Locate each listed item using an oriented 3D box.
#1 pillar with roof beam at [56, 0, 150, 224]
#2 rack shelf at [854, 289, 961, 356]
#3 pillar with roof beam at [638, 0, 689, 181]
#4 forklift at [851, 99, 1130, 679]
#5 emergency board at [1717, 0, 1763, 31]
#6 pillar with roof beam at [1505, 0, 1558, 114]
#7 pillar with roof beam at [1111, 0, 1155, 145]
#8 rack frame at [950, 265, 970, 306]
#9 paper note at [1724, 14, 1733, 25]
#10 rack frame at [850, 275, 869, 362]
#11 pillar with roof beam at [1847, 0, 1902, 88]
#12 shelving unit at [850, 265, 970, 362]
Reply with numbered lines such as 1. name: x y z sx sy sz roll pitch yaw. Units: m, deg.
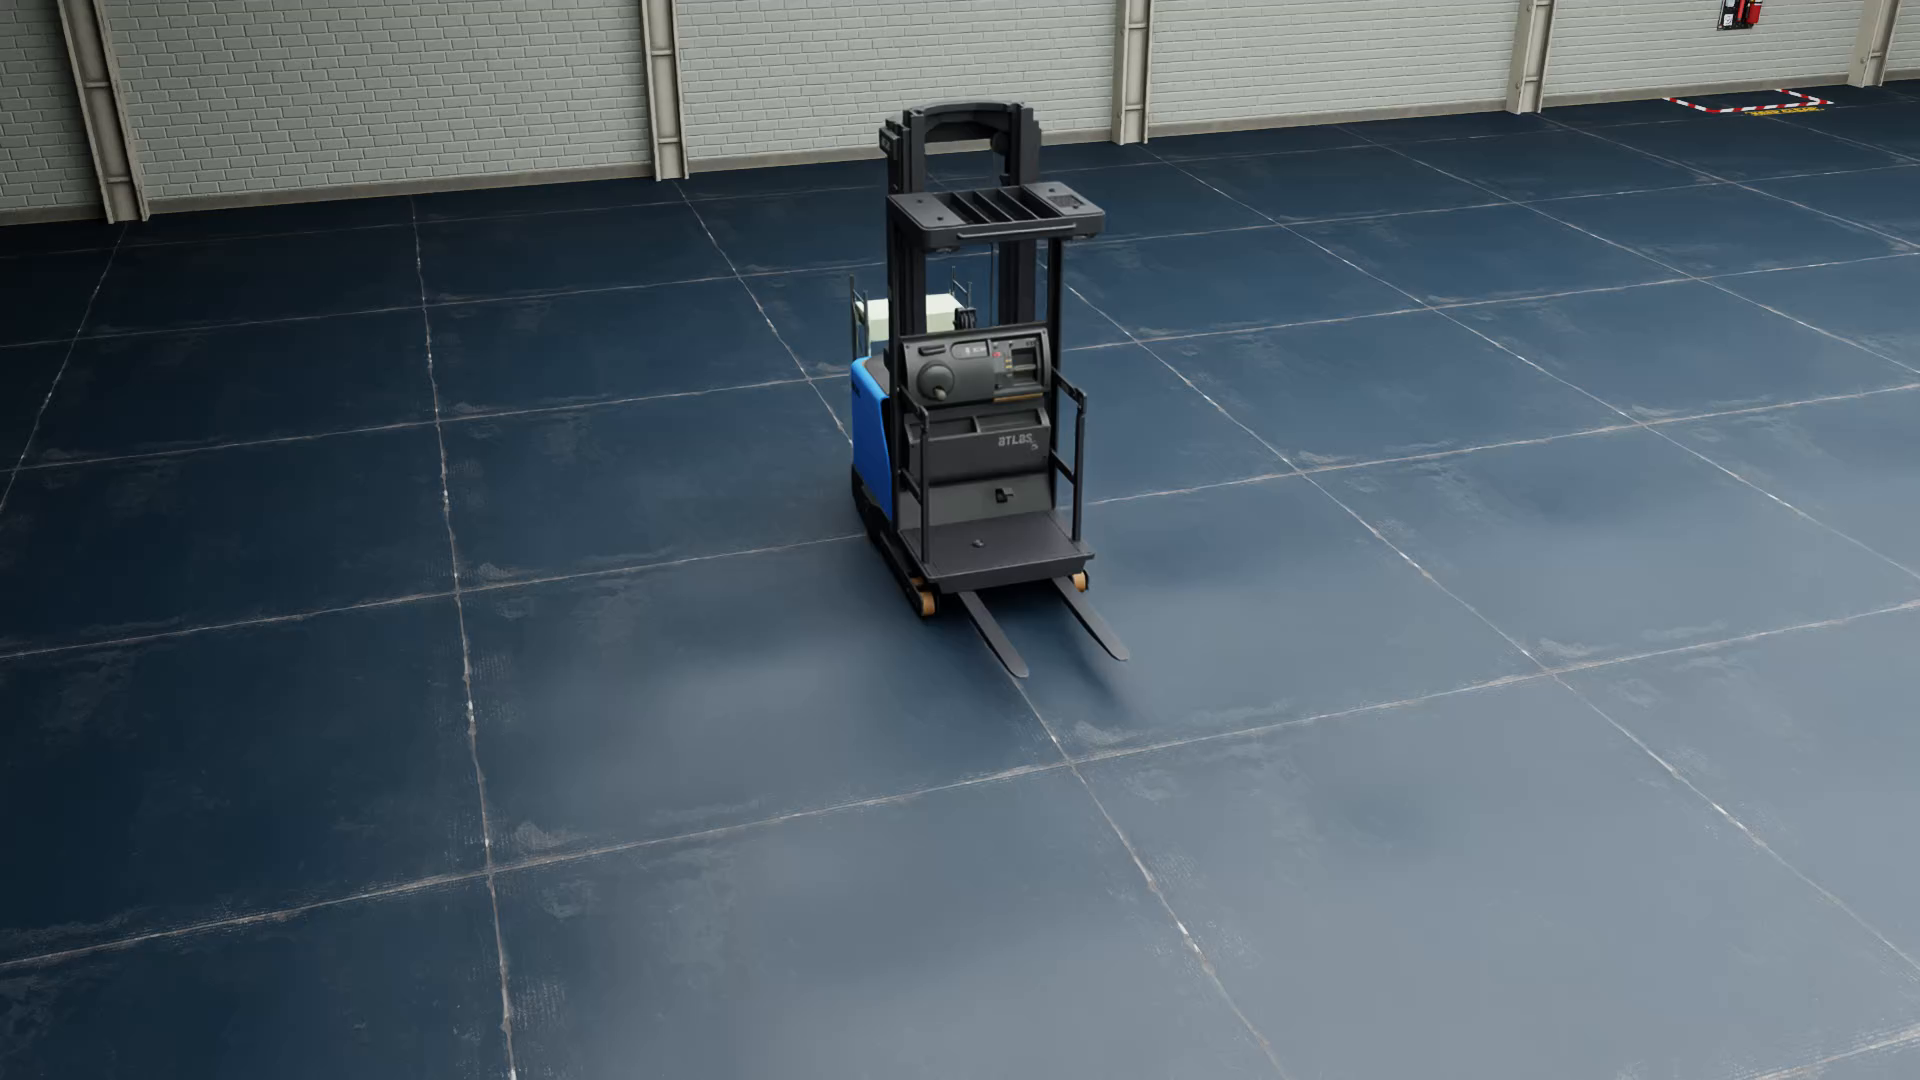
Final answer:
1. pillar with roof beam: -7.865 -5.769 12.745 0.400 9.000 9.100 -8 28 -16
2. rack shelf: -0.348 -1.492 11.685 0.720 0.370 0.431 -8 28 -16
3. pillar with roof beam: -2.160 -6.595 14.409 0.400 9.000 9.100 -8 28 -16
4. forklift: 0.176 -1.036 10.034 1.130 2.935 3.031 -8 28 -16
5. emergency board: 11.260 -7.883 23.749 0.643 1.169 0.194 -8 28 -16
6. pillar with roof beam: 9.250 -8.248 17.738 0.400 9.000 9.100 -8 28 -16
7. pillar with roof beam: 3.545 -7.421 16.073 0.400 9.000 9.100 -8 28 -16
8. rack frame: 0.000 -1.192 11.959 0.023 1.500 0.400 -8 28 -16
9. paper note: 11.071 -7.493 23.955 0.142 0.148 0.016 -8 28 -16
10. rack frame: -0.696 -1.092 11.758 0.023 1.500 0.400 -8 28 -16
11. pillar with roof beam: 14.955 -9.074 19.402 0.400 9.000 9.100 -8 28 -16
12. shelving unit: -0.348 -1.142 11.858 0.755 1.500 0.431 -8 28 -16
